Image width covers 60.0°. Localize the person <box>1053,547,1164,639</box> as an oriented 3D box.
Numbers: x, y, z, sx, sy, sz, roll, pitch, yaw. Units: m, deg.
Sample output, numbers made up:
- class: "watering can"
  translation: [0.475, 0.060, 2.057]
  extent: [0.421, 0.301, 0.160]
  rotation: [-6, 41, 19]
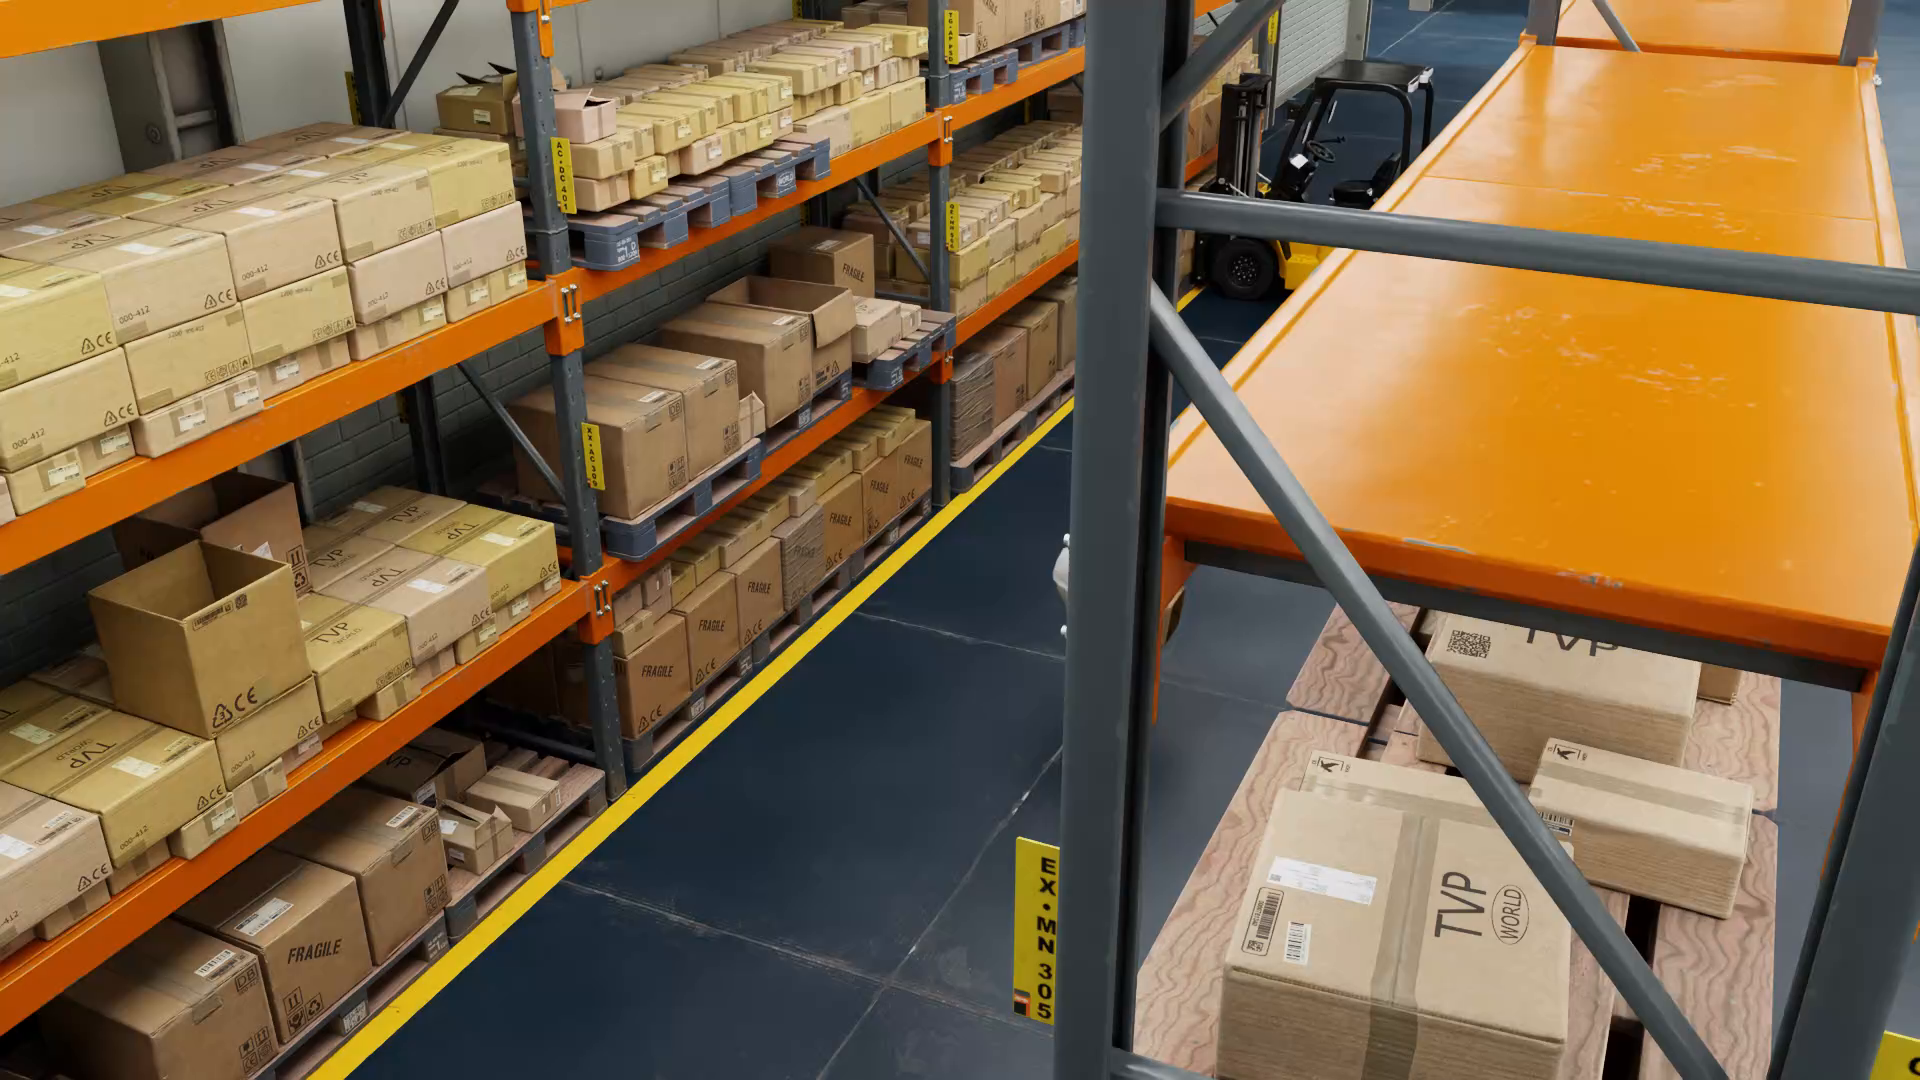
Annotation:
- class: "person"
  translation: [0.903, 0.310, 8.978]
  extent: [0.793, 1.591, 0.467]
  rotation: [11, 28, 21]
